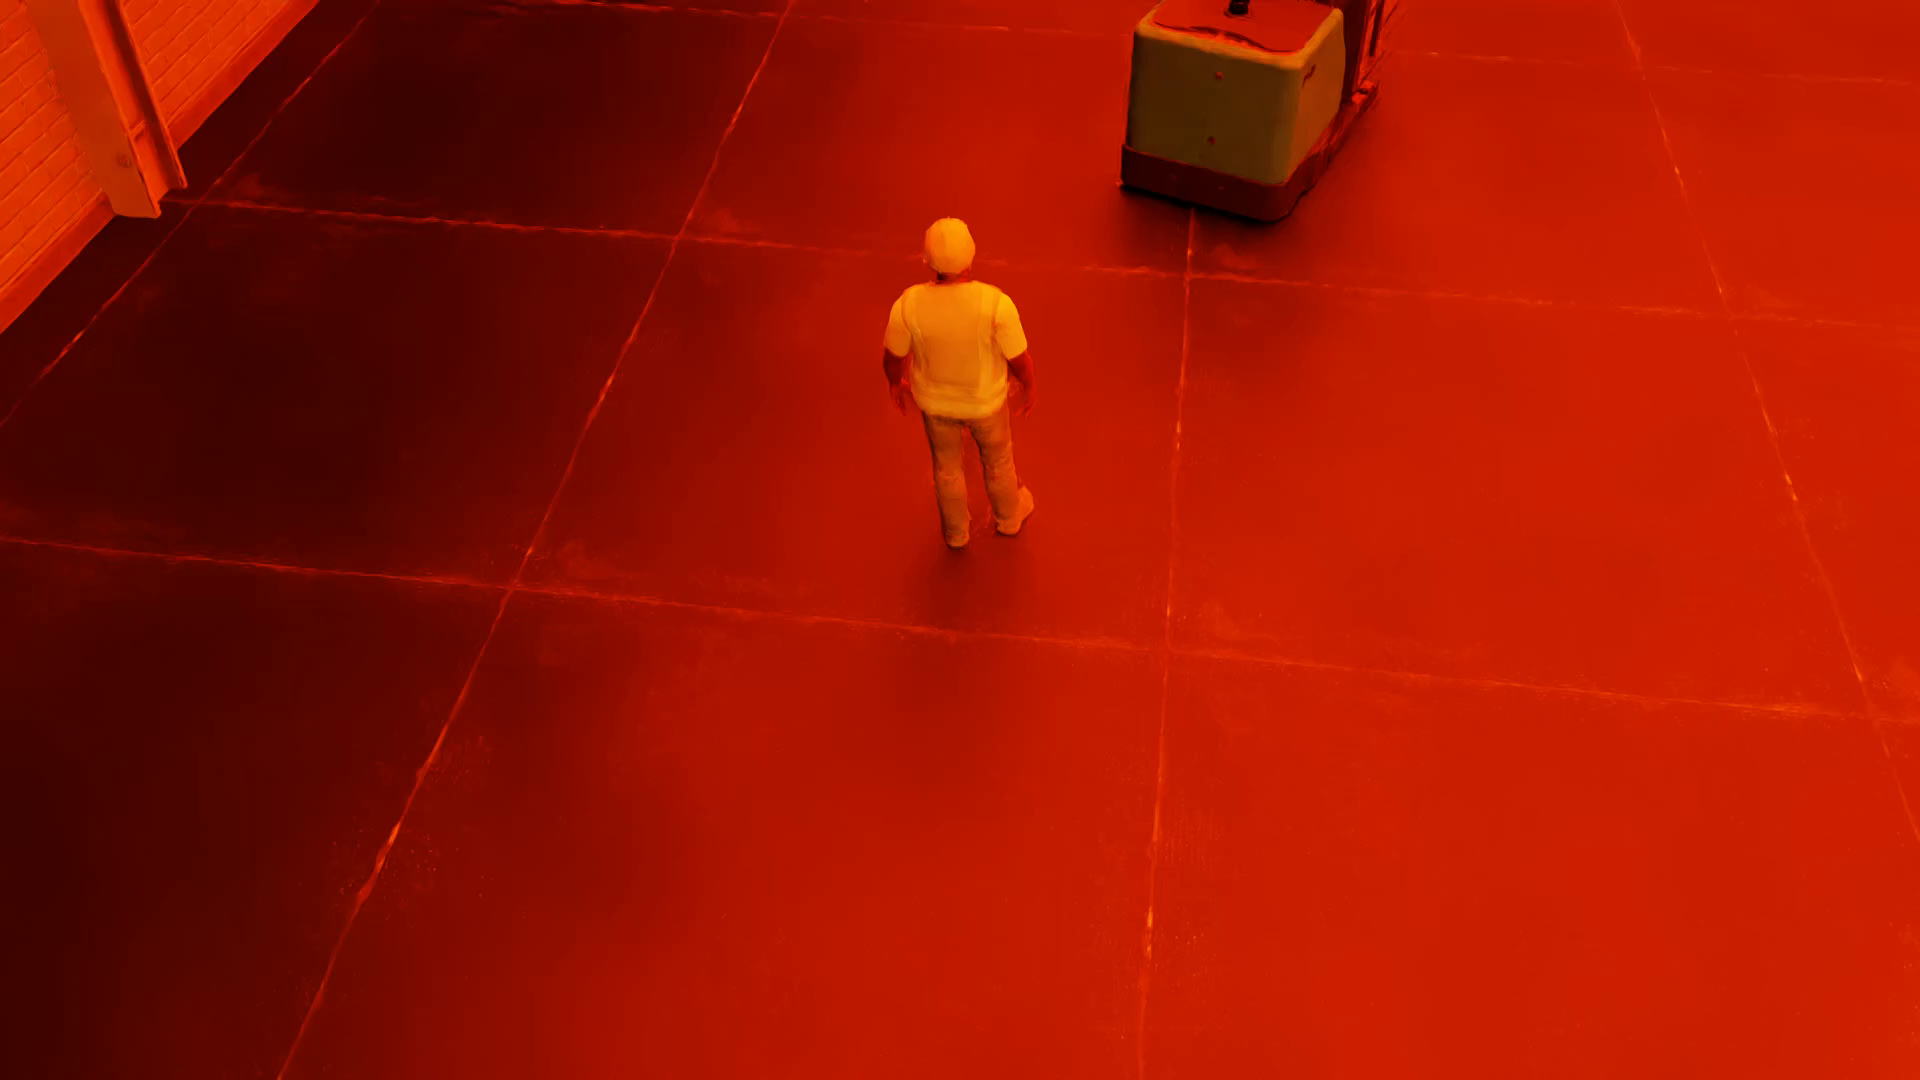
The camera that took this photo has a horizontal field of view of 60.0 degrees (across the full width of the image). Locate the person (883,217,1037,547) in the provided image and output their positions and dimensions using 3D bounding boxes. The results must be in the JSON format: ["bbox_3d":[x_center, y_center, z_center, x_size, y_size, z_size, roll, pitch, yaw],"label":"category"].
[{"bbox_3d":[0.014,-0.702,7.339,0.665,1.766,0.576,5,43,6],"label":"person"}]

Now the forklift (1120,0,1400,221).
[{"bbox_3d":[2.113,-3.962,10.038,1.130,2.935,3.031,19,46,20],"label":"forklift"}]
